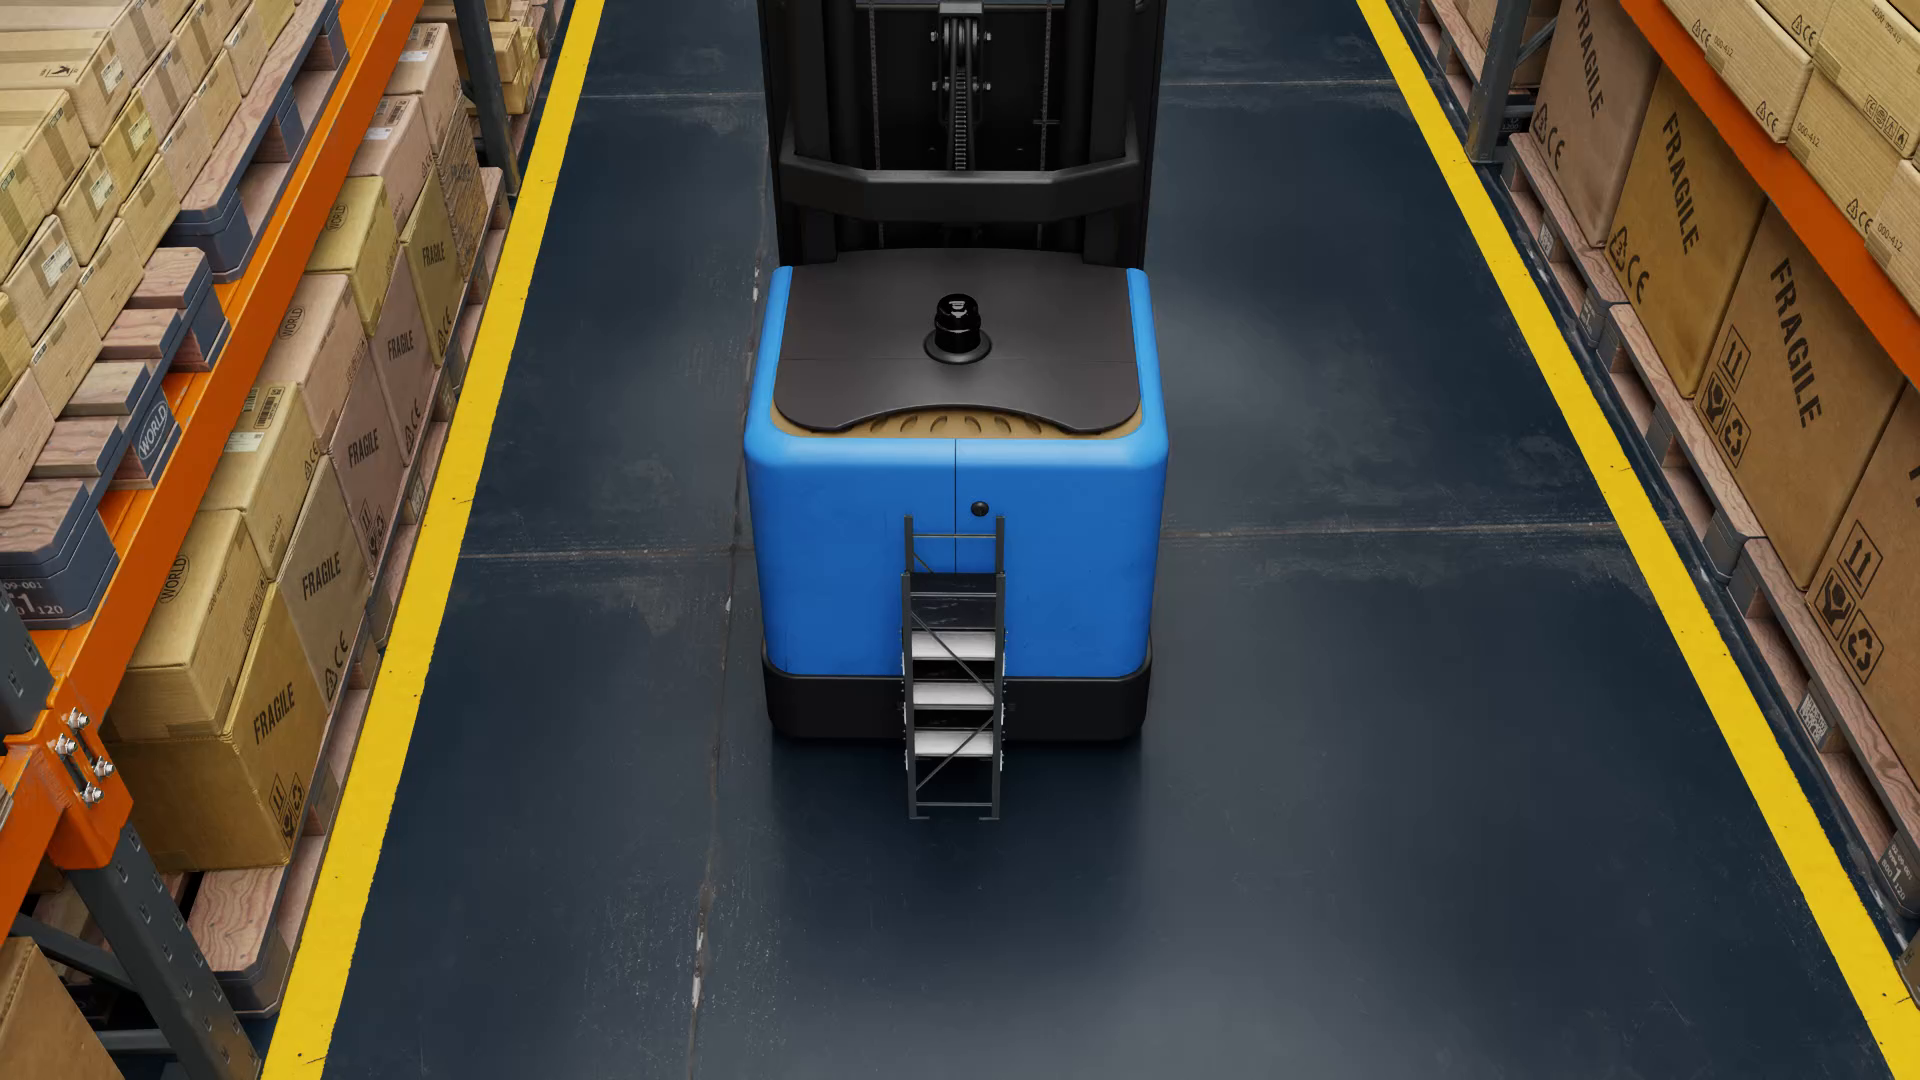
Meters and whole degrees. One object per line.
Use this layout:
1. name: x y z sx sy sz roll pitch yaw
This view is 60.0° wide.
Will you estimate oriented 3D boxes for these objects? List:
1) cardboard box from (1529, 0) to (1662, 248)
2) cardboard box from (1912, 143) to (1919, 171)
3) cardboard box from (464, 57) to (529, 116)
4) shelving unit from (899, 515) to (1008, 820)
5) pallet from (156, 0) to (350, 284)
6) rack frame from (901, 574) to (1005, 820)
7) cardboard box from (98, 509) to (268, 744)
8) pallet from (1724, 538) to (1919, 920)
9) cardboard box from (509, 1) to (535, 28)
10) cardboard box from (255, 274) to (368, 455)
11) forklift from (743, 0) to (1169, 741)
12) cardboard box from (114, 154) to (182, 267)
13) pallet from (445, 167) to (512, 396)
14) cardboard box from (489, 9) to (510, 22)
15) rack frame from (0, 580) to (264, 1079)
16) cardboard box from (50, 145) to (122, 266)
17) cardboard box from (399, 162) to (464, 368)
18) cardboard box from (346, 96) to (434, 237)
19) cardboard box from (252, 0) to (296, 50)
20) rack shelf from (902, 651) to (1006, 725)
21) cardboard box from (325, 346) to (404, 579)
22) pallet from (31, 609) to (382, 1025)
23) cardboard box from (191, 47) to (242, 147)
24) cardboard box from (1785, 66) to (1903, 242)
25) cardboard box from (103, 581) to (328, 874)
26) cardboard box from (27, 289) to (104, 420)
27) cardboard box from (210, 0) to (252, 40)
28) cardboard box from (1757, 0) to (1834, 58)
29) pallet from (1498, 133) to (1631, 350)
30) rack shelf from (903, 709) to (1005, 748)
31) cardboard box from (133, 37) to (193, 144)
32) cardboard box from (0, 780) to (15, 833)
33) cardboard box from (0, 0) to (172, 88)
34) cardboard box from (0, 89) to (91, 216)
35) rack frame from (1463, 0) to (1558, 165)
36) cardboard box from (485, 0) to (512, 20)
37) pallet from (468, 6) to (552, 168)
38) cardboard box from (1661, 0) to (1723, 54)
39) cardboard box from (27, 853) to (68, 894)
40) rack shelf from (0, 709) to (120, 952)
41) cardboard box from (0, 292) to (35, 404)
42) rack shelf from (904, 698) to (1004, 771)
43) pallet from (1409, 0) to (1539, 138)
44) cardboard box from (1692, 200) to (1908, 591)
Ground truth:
1. cardboard box: 2.743 -1.686 6.131 0.875 0.875 0.875 0 43 0
2. cardboard box: 2.507 -0.825 3.671 0.500 0.250 0.500 -3 43 -3
3. cardboard box: -1.999 -1.879 6.879 0.380 0.149 0.250 -3 43 -4
4. shelving unit: -0.014 0.344 4.209 0.258 0.900 0.210 0 43 1
5. pallet: -2.259 -1.085 4.355 1.003 0.211 1.213 -2 43 -2
6. rack frame: -0.016 0.413 4.134 0.240 0.900 0.006 0 43 1
7. cardboard box: -1.922 0.198 3.799 0.500 0.250 0.500 -3 43 -4
8. pallet: 2.849 0.463 4.588 1.003 0.211 1.213 -2 43 -2
9. cardboard box: -2.073 -2.225 7.257 0.380 0.149 0.250 -2 43 -2
10. cardboard box: -1.952 -0.479 4.537 0.500 0.250 0.500 -1 43 -1
11. forklift: 0.008 -1.506 4.723 1.130 2.935 3.031 0 43 1
12. cardboard box: -1.988 -0.736 3.708 0.380 0.149 0.250 0 43 0
13. pallet: -2.270 -0.967 6.149 1.003 0.211 1.213 -2 43 -2
14. cardboard box: -2.100 -2.156 6.961 0.380 0.149 0.250 -1 43 -1
15. rack frame: -2.134 0.180 2.834 1.000 3.000 0.127 -2 43 -2
16. cardboard box: -1.983 -0.687 3.435 0.380 0.149 0.250 -3 43 -3
17. cardboard box: -2.000 -0.915 5.567 0.500 0.500 0.500 -3 43 -3
18. cardboard box: -2.012 -1.187 5.310 0.500 0.250 0.500 0 43 0
19. cardboard box: -2.031 -1.441 4.477 0.380 0.149 0.250 0 43 0
20. rack shelf: -0.014 0.368 4.231 0.258 0.077 0.200 0 43 1
21. cardboard box: -1.961 -0.224 4.814 0.500 0.500 0.500 -3 43 -3
22. pallet: -2.166 0.680 4.352 1.003 0.211 1.213 -2 43 -2
23. cardboard box: -2.010 -1.085 4.089 0.380 0.149 0.250 -1 43 -1
24. cardboard box: 2.483 -0.994 4.225 0.500 0.250 0.500 -2 43 -2
25. cardboard box: -1.910 0.462 4.065 0.500 0.500 0.500 -3 43 -4
26. cardboard box: -1.963 -0.371 3.310 0.380 0.149 0.250 0 43 0
27. cardboard box: -2.026 -1.375 4.186 0.380 0.149 0.250 0 43 0
28. cardboard box: 2.443 -1.521 4.430 0.500 0.250 0.500 -3 43 -3
29. pallet: 2.745 -1.184 6.386 1.003 0.211 1.213 -2 43 -2
30. rack shelf: -0.014 0.435 4.292 0.258 0.077 0.200 0 43 1
31. cardboard box: -2.003 -1.026 3.804 0.380 0.149 0.250 -2 43 -2
32. cardboard box: -1.847 0.439 2.477 0.500 0.500 0.500 -2 43 -2
33. cardboard box: -2.005 -1.128 3.695 0.380 0.149 0.250 0 43 0
34. cardboard box: -1.981 -0.766 3.301 0.380 0.149 0.250 -2 43 -2
35. rack frame: 2.637 -2.731 6.009 1.000 3.000 0.127 -2 43 -2
36. cardboard box: -2.064 -2.270 6.865 0.380 0.149 0.250 0 43 0
37. pallet: -2.368 -1.945 7.216 1.003 0.211 1.213 -2 43 -2
38. cardboard box: 2.421 -1.675 4.969 0.500 0.250 0.500 -2 43 -2
39. cardboard box: -2.424 0.510 4.013 0.500 0.500 0.500 -2 43 -2
40. rack shelf: -2.049 1.795 1.604 1.077 0.370 4.000 -2 43 -2
41. cardboard box: -1.954 -0.324 3.038 0.380 0.149 0.250 0 43 0
42. rack shelf: -0.014 0.501 4.353 0.258 0.077 0.200 0 43 1
43. pallet: 2.683 -2.218 7.514 1.003 0.211 1.213 -2 43 -2
44. cardboard box: 2.827 -0.473 4.808 0.875 0.875 0.875 -1 43 -1
